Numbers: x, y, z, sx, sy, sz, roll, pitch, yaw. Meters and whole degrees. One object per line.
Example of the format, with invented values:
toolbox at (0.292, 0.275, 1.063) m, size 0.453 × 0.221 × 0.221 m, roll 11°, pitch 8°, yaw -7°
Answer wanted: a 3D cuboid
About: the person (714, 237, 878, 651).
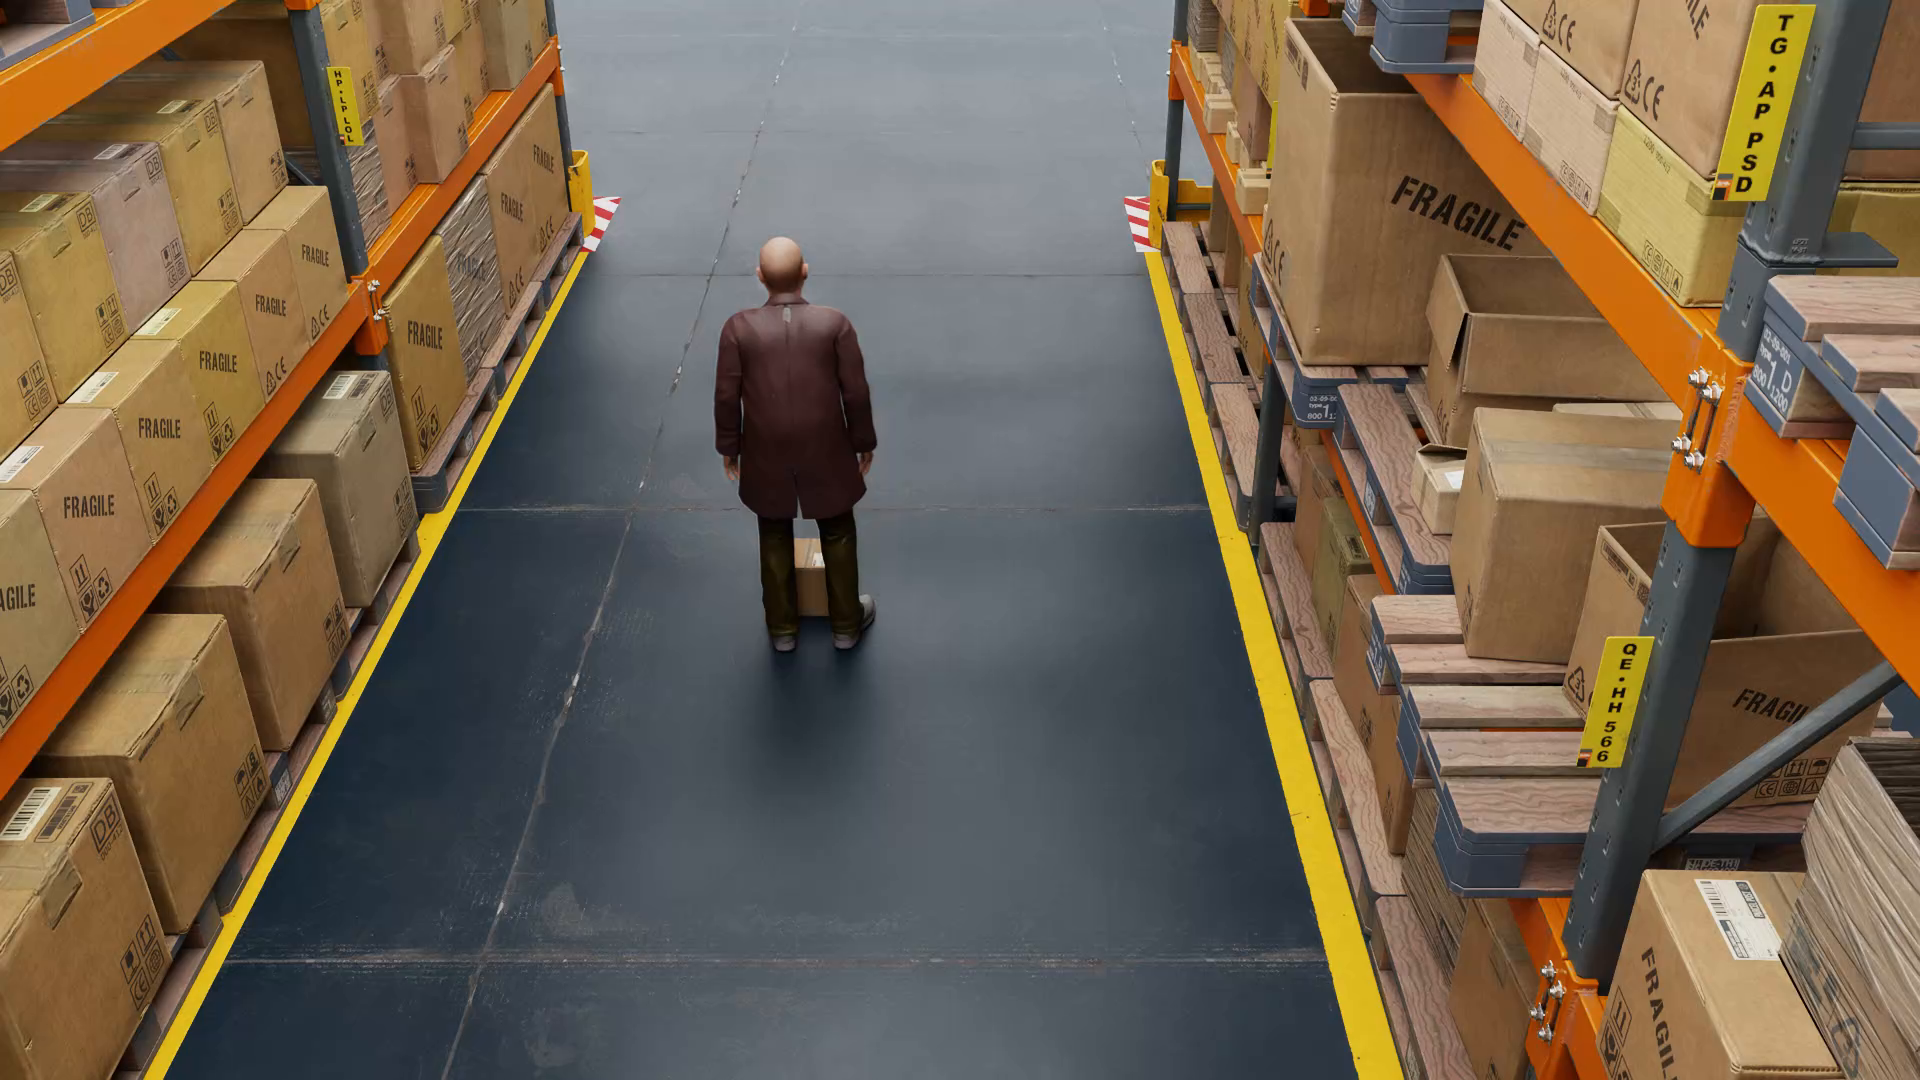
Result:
person at (-0.661, -0.361, 6.746) m, size 0.654 × 1.774 × 0.415 m, roll -1°, pitch 31°, yaw -1°
